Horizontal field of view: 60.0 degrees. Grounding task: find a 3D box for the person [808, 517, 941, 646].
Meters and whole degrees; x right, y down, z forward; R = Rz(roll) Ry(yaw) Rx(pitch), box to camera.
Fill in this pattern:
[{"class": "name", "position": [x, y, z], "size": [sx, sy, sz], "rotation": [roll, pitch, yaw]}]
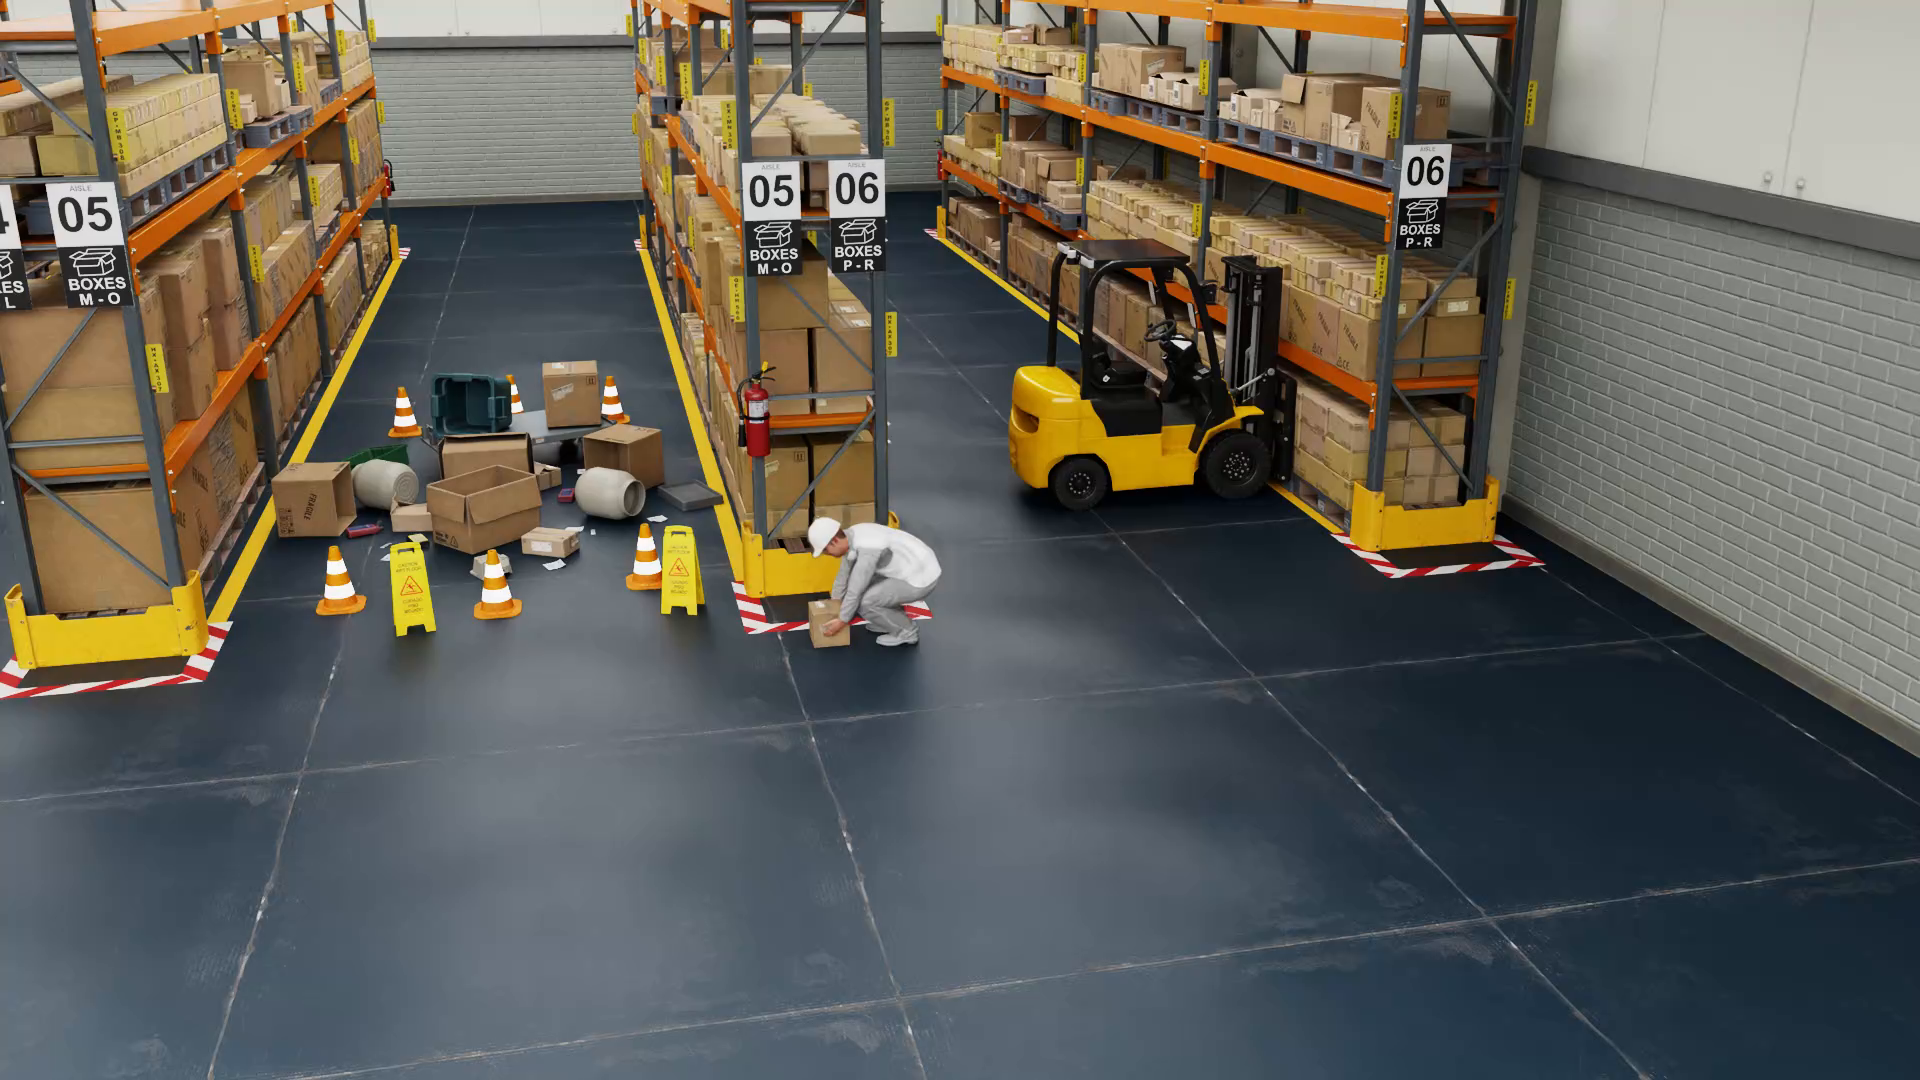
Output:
[{"class": "person", "position": [-0.590, 0.258, 11.574], "size": [0.913, 0.930, 0.529], "rotation": [-3, 20, -8]}]
